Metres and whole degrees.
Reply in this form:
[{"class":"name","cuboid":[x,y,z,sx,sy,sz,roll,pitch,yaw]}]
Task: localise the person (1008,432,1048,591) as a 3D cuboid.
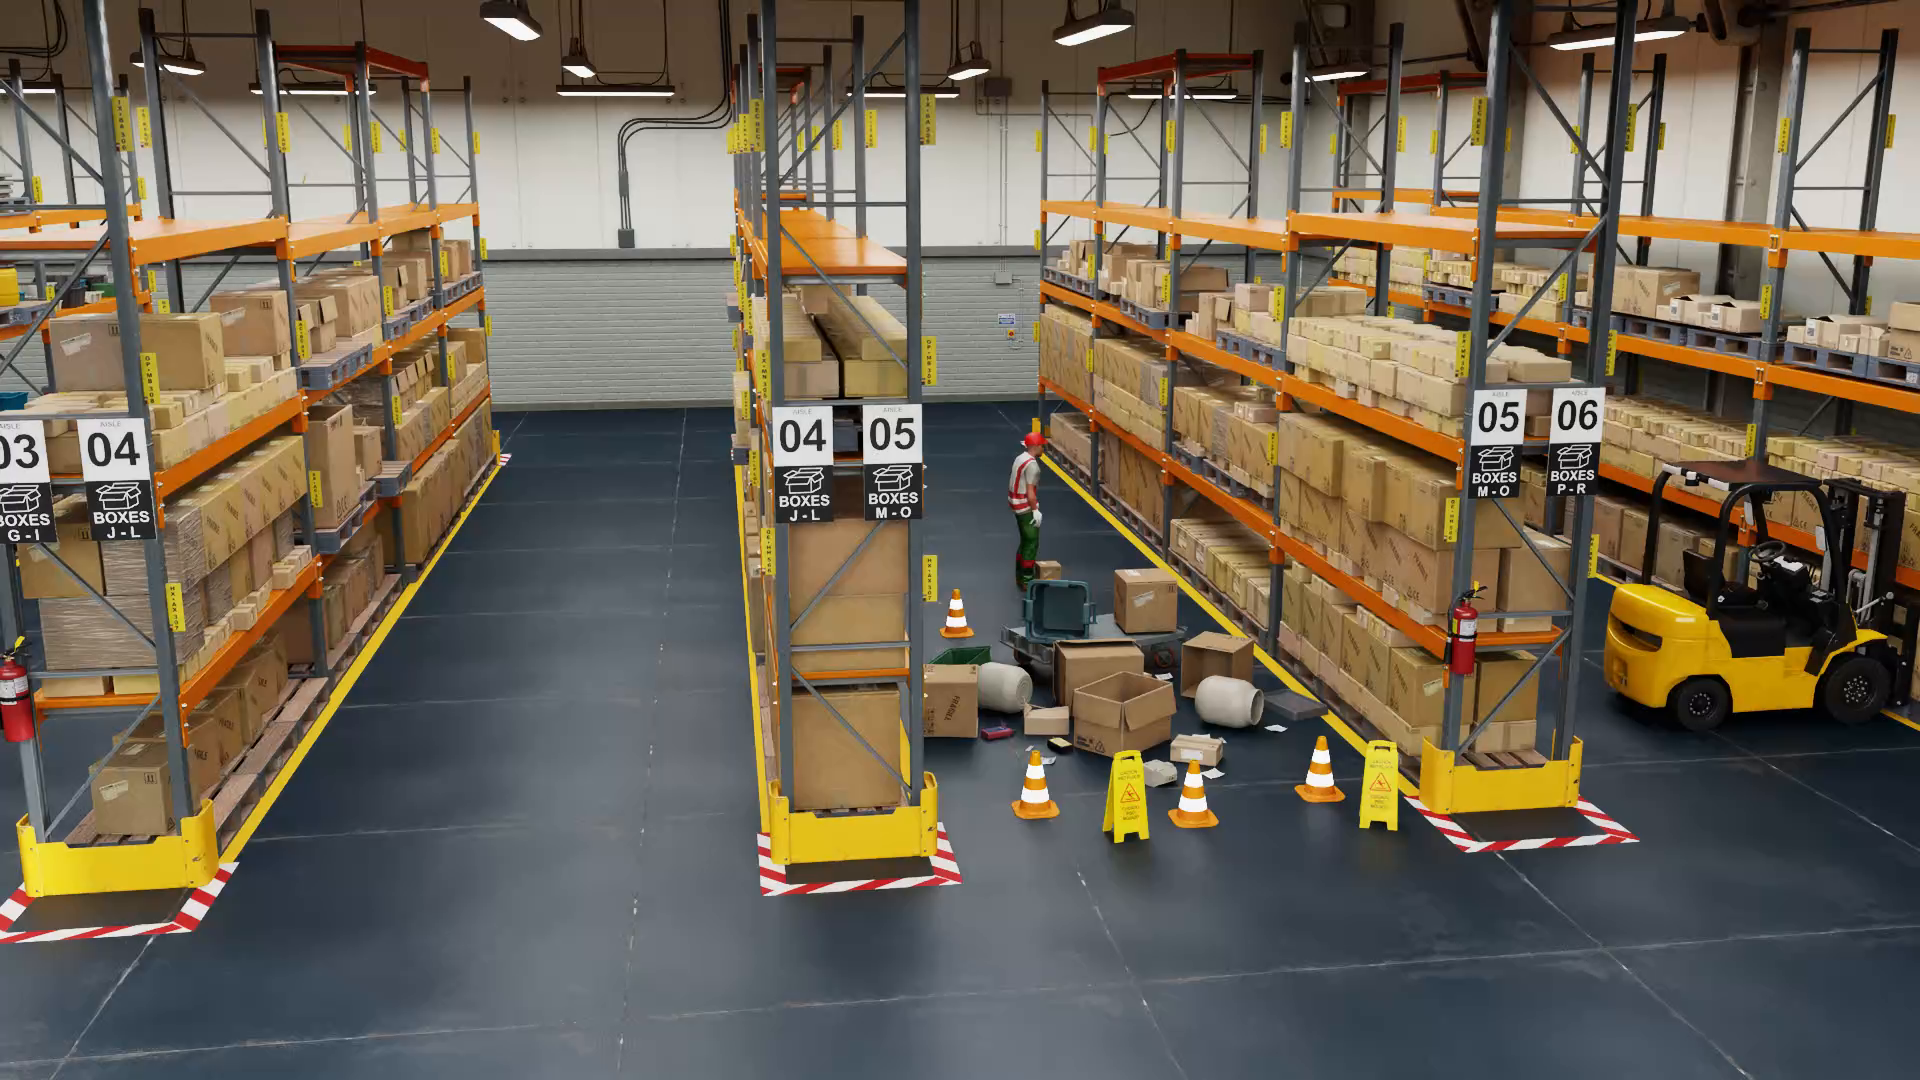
[{"class":"person","cuboid":[0.789,-0.342,18.932,0.452,1.778,0.618,-3,13,-12]}]
